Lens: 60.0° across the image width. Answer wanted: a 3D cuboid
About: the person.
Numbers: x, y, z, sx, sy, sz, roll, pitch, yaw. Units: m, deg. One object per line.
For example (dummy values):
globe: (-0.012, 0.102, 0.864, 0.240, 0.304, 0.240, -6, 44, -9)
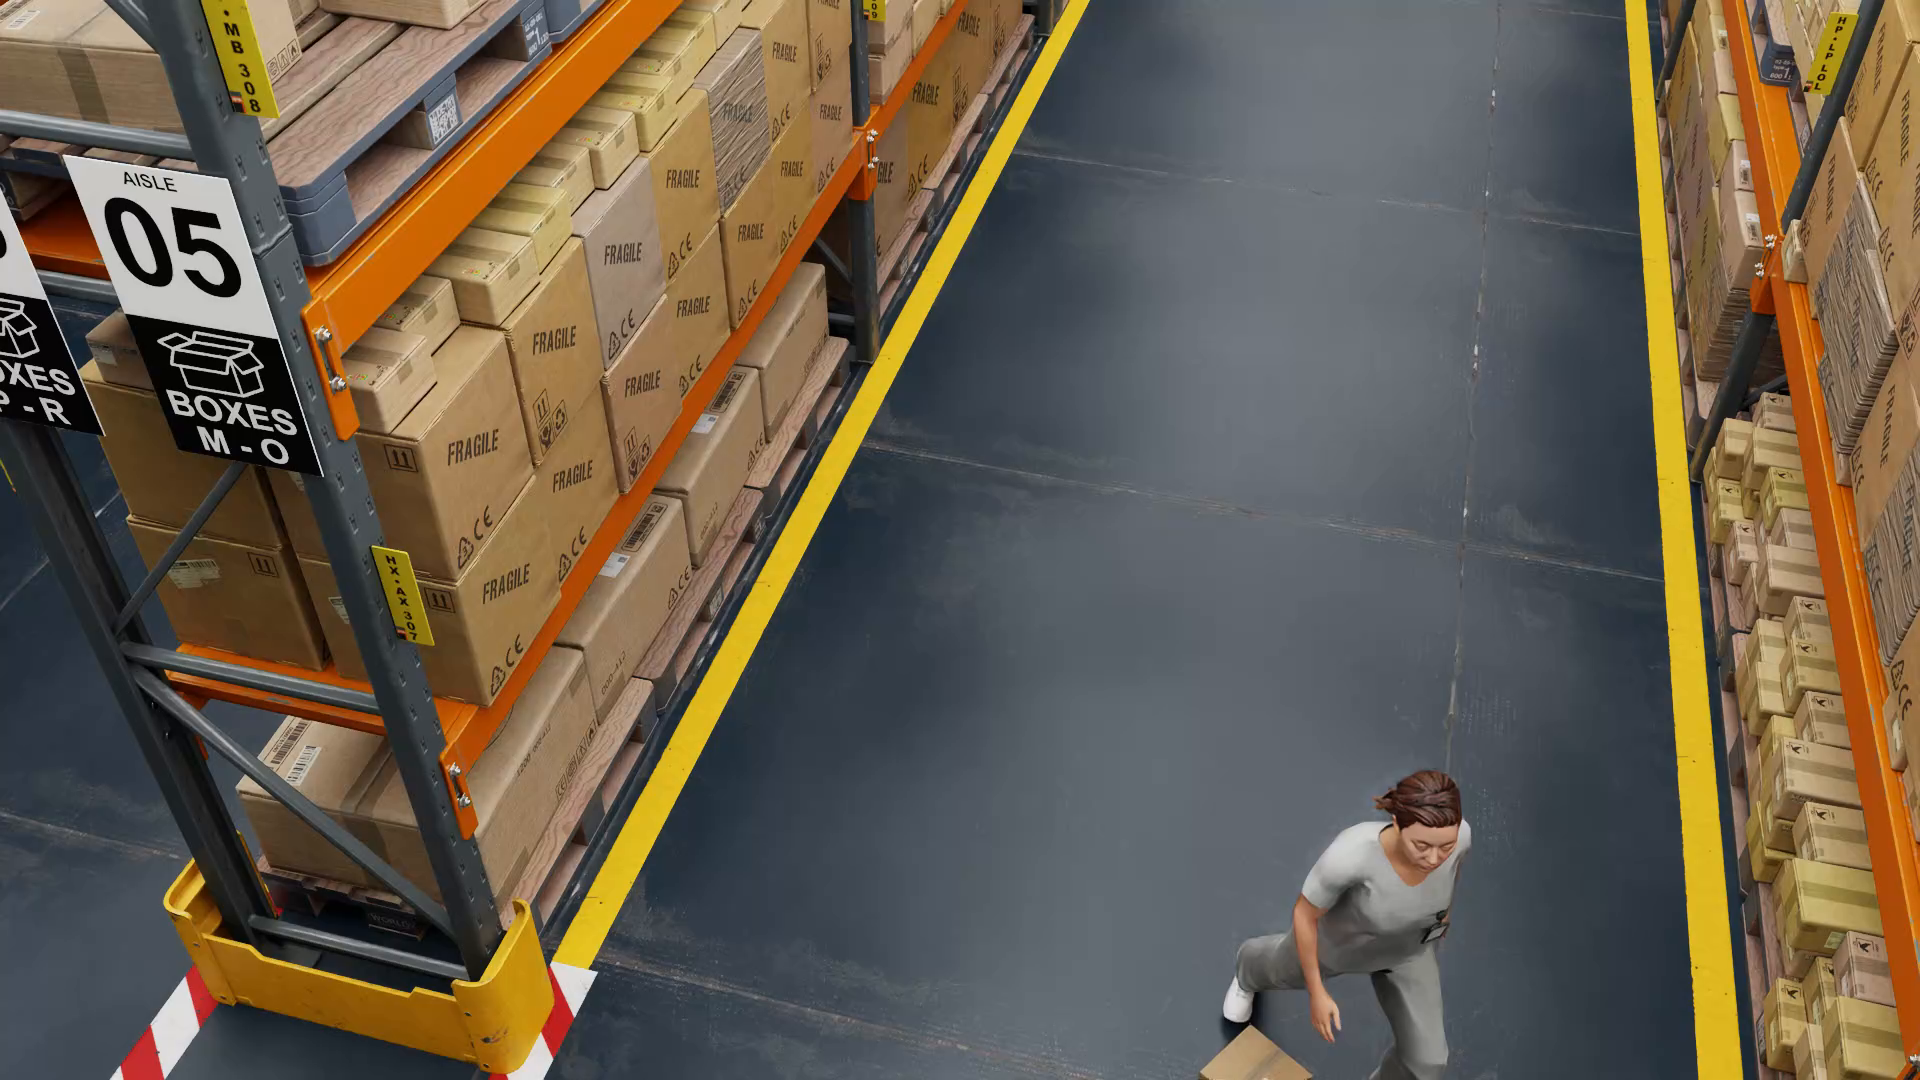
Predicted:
person: (1.174, 1.116, 4.902, 0.558, 1.604, 0.850, -4, 41, -5)
